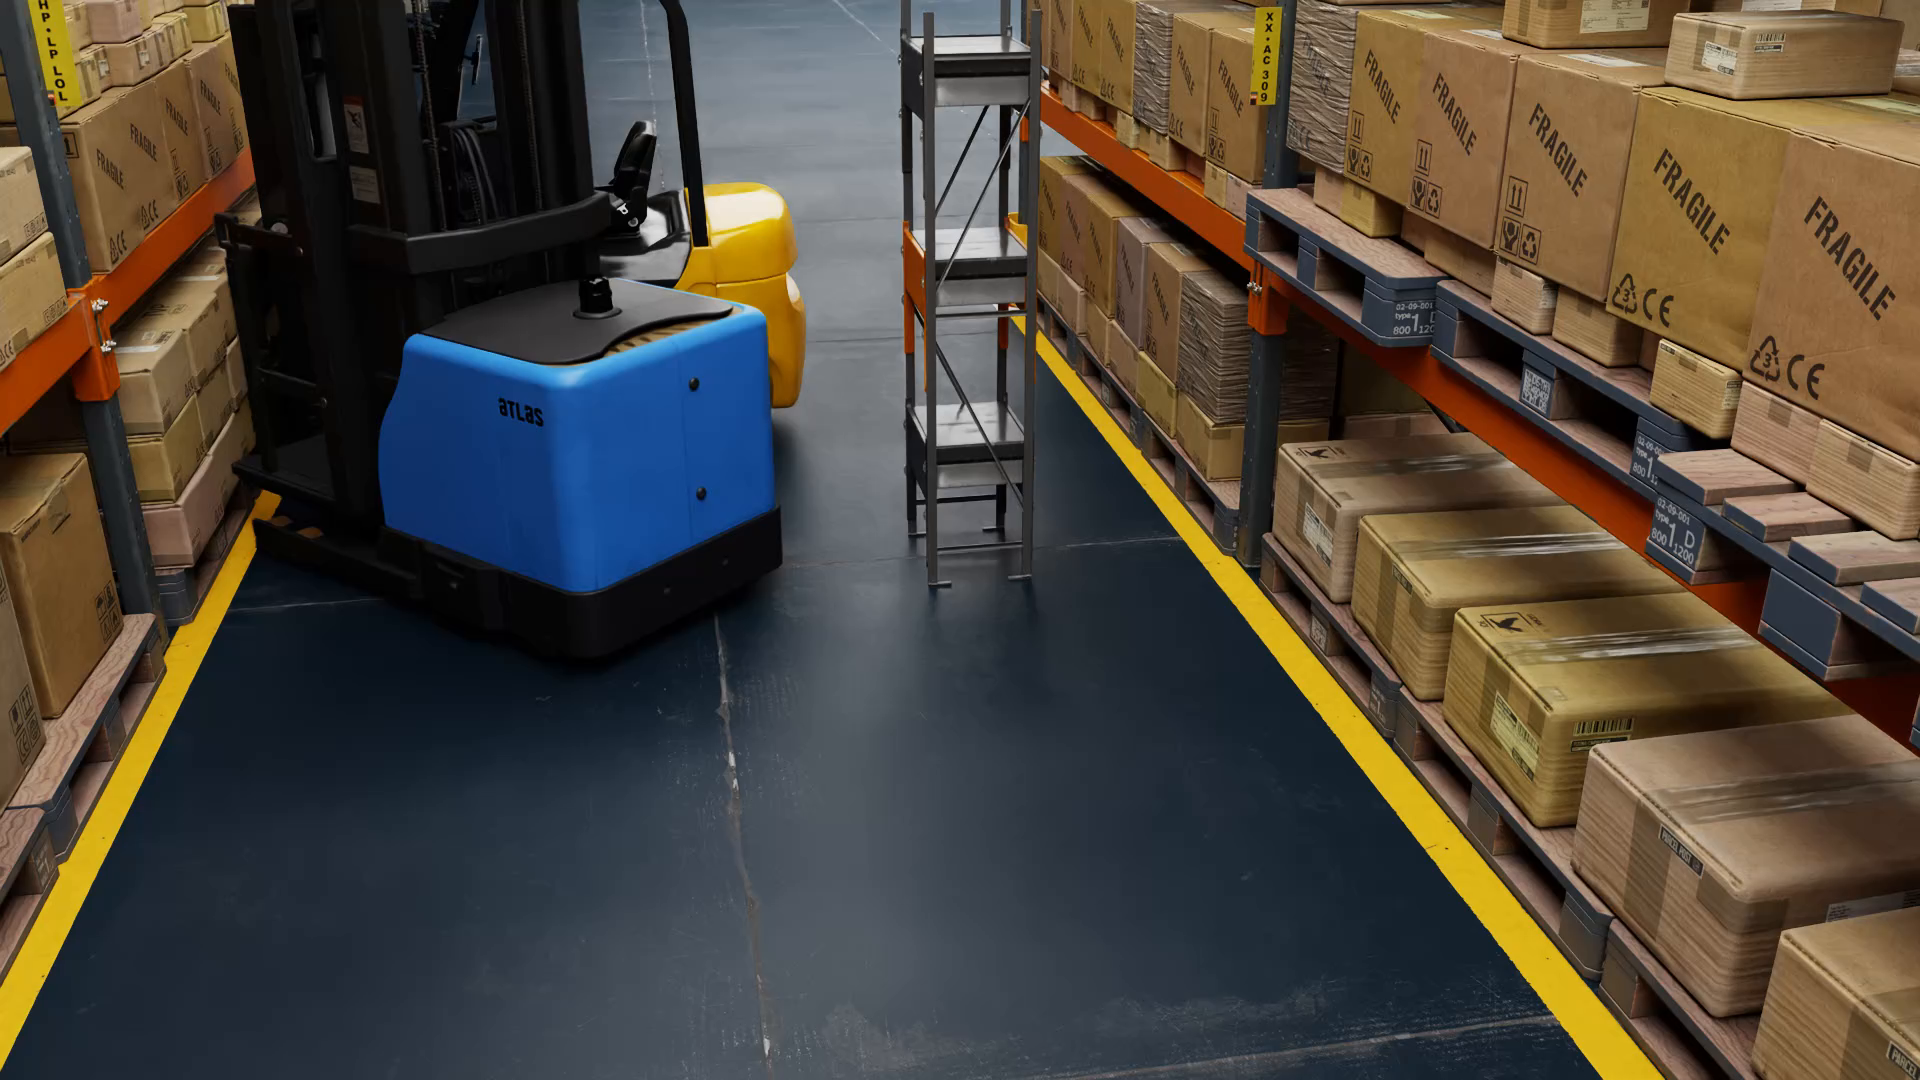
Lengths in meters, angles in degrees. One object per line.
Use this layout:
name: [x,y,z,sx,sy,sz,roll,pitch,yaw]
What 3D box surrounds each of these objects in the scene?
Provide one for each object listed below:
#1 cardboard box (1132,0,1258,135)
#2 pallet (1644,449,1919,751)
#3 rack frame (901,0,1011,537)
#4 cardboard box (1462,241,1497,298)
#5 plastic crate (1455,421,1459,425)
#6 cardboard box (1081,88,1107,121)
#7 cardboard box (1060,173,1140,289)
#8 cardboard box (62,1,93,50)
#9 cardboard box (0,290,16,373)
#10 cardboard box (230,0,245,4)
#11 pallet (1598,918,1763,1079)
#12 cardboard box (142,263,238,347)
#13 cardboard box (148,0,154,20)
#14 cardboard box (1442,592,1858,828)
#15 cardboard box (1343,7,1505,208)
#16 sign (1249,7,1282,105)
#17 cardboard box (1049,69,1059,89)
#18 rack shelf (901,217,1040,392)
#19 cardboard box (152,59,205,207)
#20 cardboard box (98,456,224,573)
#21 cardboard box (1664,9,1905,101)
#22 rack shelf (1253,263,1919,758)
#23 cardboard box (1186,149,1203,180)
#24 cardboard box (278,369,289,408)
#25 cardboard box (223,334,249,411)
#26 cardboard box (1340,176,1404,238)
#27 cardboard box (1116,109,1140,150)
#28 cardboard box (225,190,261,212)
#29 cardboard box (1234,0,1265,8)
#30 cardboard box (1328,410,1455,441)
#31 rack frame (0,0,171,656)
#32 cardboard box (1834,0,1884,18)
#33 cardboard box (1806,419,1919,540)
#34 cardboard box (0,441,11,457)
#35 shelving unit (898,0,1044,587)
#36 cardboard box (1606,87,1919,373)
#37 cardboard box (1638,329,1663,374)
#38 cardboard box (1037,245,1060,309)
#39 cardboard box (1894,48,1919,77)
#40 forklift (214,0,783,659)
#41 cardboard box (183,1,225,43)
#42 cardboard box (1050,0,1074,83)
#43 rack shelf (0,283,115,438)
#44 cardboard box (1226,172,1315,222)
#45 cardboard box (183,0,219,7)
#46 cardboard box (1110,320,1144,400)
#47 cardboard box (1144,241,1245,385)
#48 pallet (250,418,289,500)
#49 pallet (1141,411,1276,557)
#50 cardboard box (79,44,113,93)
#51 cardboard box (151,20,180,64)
cardboard box: [1.062,-2.061,7.224,0.500,0.500,0.500,-4,24,-8]
pallet: [2.094,0.073,3.076,1.213,0.211,1.003,-4,24,-10]
rack frame: [-0.015,-0.993,6.400,0.400,2.100,0.015,-4,24,-10]
cardboard box: [1.598,-0.746,4.501,0.380,0.149,0.250,-4,24,-9]
plastic crate: [2.107,-0.657,8.153,0.402,0.080,0.583,-13,27,-28]
cardboard box: [0.823,-2.214,8.387,0.380,0.149,0.250,-4,24,-8]
cardboard box: [0.835,-1.613,8.670,0.500,0.500,0.500,-5,24,-12]
cardboard box: [-3.247,-1.770,5.748,0.380,0.149,0.250,-5,24,-11]
cardboard box: [-2.838,-0.503,4.340,0.500,0.250,0.500,-4,24,-10]
cardboard box: [-3.622,-2.543,7.890,0.380,0.149,0.250,-4,24,-9]
pallet: [2.188,1.227,3.676,1.003,0.211,1.213,-4,24,-10]
cardboard box: [-3.255,-0.948,6.835,0.500,0.250,0.500,-3,24,-8]
cardboard box: [-3.370,-2.075,6.446,0.380,0.149,0.250,-4,24,-10]
cardboard box: [1.957,0.457,4.713,0.950,0.372,0.625,-4,24,-8]
cardboard box: [1.489,-1.288,4.931,0.500,0.500,0.500,-4,24,-10]
sign: [1.059,-1.670,5.744,0.100,0.325,0.005,-4,24,-10]
cardboard box: [0.711,-2.626,9.328,0.380,0.149,0.250,-4,24,-10]
rack shelf: [0.031,-0.885,6.186,0.431,0.518,0.480,-4,24,-10]
cardboard box: [-3.319,-1.590,6.518,0.500,0.500,0.500,-5,24,-10]
cardboard box: [-3.050,-0.095,6.130,0.500,0.250,0.500,-4,24,-9]
cardboard box: [1.751,-1.037,3.546,0.380,0.149,0.250,-5,24,-12]
rack shelf: [1.961,-0.200,4.359,1.077,0.370,4.000,-4,24,-10]
cardboard box: [1.175,-1.610,7.002,0.380,0.149,0.250,-5,24,-10]
cardboard box: [-3.344,-0.695,7.505,0.500,0.250,0.500,-4,24,-8]
cardboard box: [-3.249,-0.719,6.934,0.500,0.250,0.500,-5,24,-10]
cardboard box: [1.420,-1.054,5.205,0.380,0.149,0.250,-4,24,-9]
cardboard box: [0.940,-1.906,7.680,0.380,0.149,0.250,-4,24,-9]
cardboard box: [-3.534,-1.553,8.219,0.500,0.250,0.500,-4,24,-9]
cardboard box: [1.584,-2.548,7.090,0.700,0.500,0.500,-5,24,-11]
cardboard box: [1.747,-0.501,7.060,0.500,0.250,0.500,-5,24,-12]
rack frame: [-3.286,-0.947,5.172,1.000,3.000,0.127,-4,24,-10]
cardboard box: [5.811,-3.222,10.192,0.875,0.550,0.550,-4,24,-10]
cardboard box: [1.828,-0.128,3.084,0.380,0.149,0.250,-5,24,-10]
cardboard box: [-3.578,-0.285,5.942,0.500,0.250,0.500,-5,24,-11]
shelving unit: [0.031,-0.897,6.181,0.431,2.100,0.503,-4,24,-10]
cardboard box: [1.773,-0.677,3.530,0.500,0.500,0.500,-6,24,-13]
cardboard box: [1.802,-0.443,3.805,0.380,0.149,0.250,-4,24,-9]
cardboard box: [0.729,-1.484,9.311,0.500,0.250,0.500,-5,24,-10]
cardboard box: [2.182,-0.922,4.092,0.500,0.500,0.500,-5,24,-12]
forklift: [-2.176,-1.381,6.251,3.031,2.935,1.130,16,28,32]
cardboard box: [-3.425,-2.246,7.208,0.380,0.149,0.250,-4,24,-9]
cardboard box: [0.765,-2.661,8.599,0.500,0.500,0.500,-4,24,-8]
rack shelf: [-2.916,0.169,3.514,1.077,0.370,4.000,-4,24,-10]
cardboard box: [1.232,-1.305,6.304,0.380,0.149,0.250,-5,24,-10]
cardboard box: [-3.418,-2.380,7.145,0.380,0.149,0.250,-4,24,-9]
cardboard box: [1.020,-0.870,7.906,0.500,0.250,0.500,-4,24,-9]
cardboard box: [1.122,-1.005,7.277,0.500,0.500,0.500,-4,24,-9]
pallet: [-3.621,-0.466,7.554,1.003,0.211,1.213,-4,24,-10]
pallet: [1.432,-0.300,7.173,1.003,0.211,1.213,-4,24,-10]
cardboard box: [-3.212,-1.638,5.816,0.380,0.149,0.250,-4,24,-10]
cardboard box: [-3.295,-1.941,6.511,0.380,0.149,0.250,-5,24,-11]
